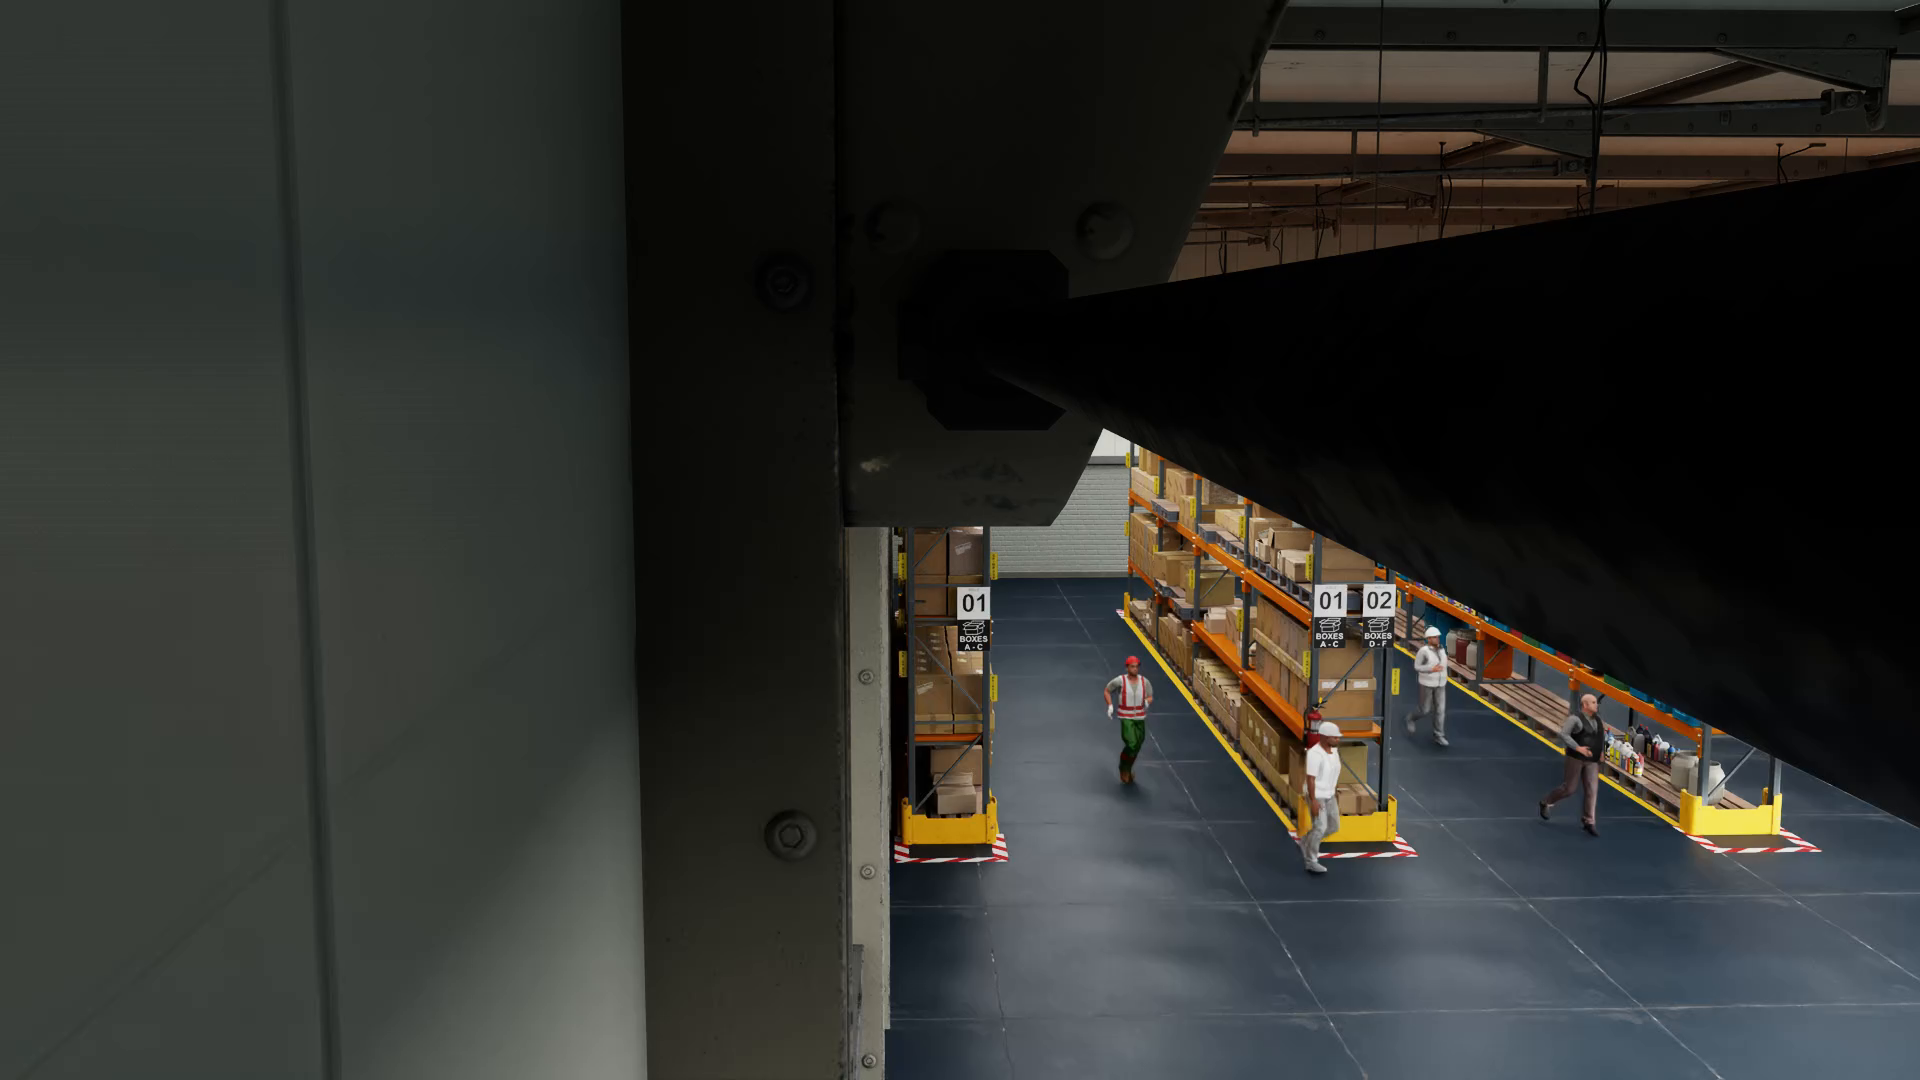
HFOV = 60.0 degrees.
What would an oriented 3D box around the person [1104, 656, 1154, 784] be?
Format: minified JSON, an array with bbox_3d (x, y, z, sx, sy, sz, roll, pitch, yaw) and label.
[{"bbox_3d":[2.388,2.496,23.076,0.641,1.778,0.694,-2,8,-17],"label":"person"}]

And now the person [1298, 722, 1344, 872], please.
[{"bbox_3d":[4.194,2.976,19.487,0.565,1.751,0.649,6,10,40],"label":"person"}]

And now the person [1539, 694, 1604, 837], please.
[{"bbox_3d":[7.895,2.797,21.017,0.727,1.693,0.955,-3,8,-20],"label":"person"}]

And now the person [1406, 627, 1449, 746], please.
[{"bbox_3d":[7.177,2.194,25.373,0.675,1.760,0.907,-3,8,-21],"label":"person"}]
